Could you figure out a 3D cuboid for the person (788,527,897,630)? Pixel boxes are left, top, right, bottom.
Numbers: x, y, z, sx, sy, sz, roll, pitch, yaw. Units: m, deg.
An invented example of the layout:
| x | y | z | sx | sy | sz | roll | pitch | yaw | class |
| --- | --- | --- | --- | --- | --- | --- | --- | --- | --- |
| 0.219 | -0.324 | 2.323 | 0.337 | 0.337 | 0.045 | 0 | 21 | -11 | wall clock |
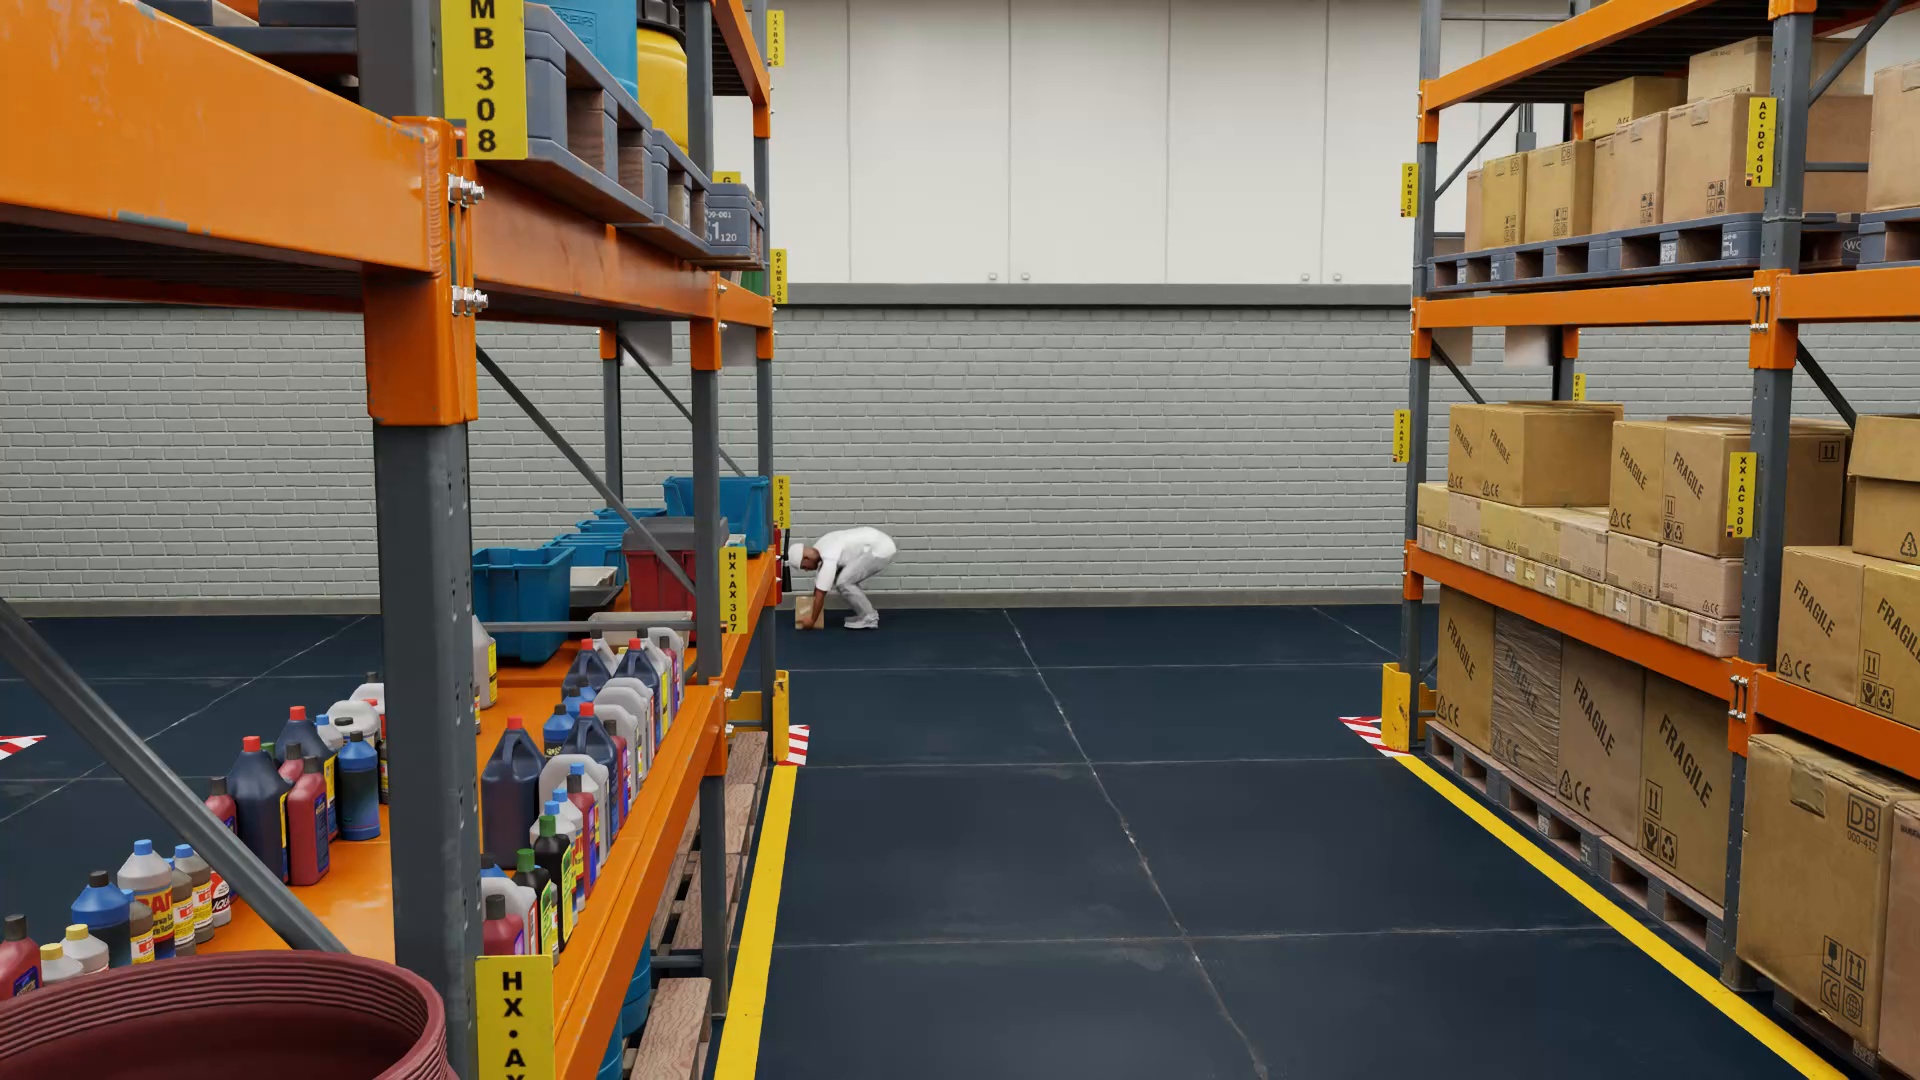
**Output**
| x | y | z | sx | sy | sz | roll | pitch | yaw | class |
| --- | --- | --- | --- | --- | --- | --- | --- | --- | --- |
| -1.060 | 0.343 | 14.962 | 0.977 | 0.907 | 0.511 | -1 | 7 | -6 | person |
